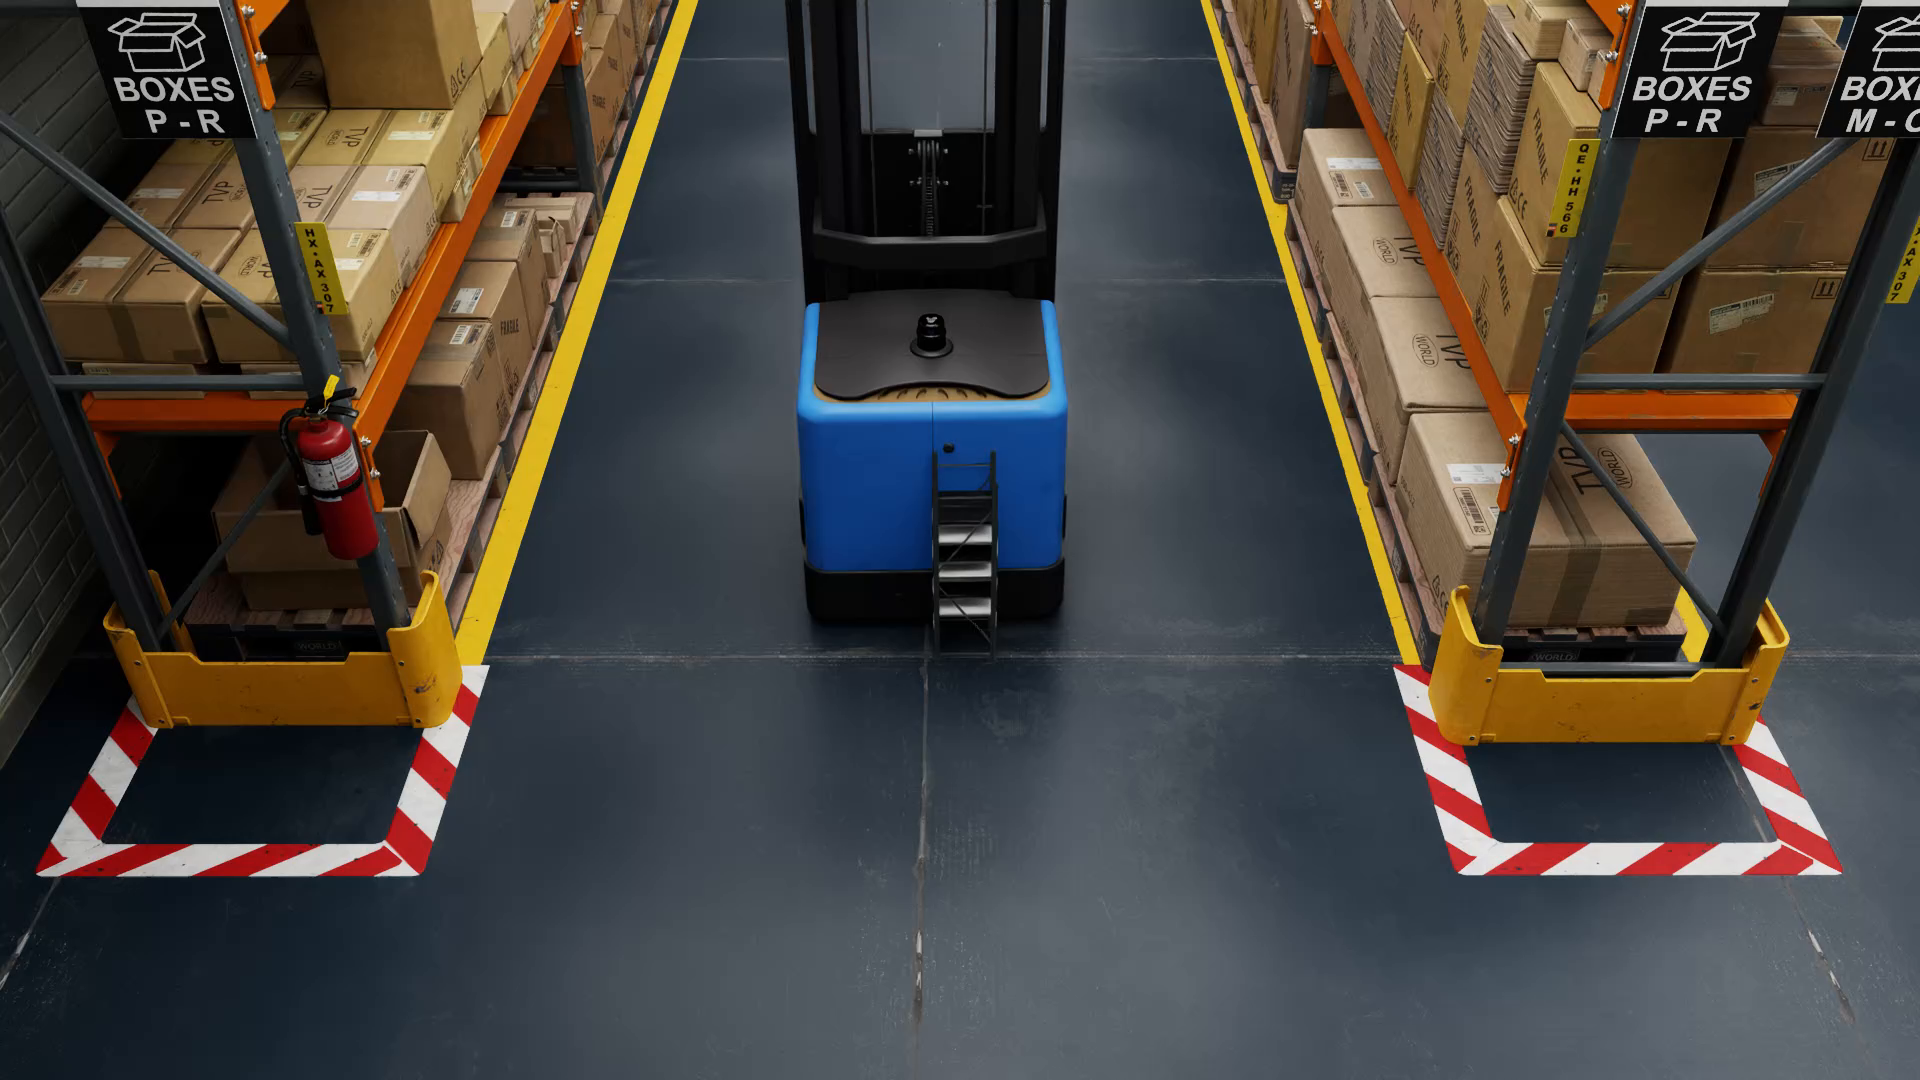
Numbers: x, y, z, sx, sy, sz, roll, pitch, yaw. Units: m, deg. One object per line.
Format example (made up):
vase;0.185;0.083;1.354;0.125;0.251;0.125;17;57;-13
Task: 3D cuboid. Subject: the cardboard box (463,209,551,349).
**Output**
cardboard box;-2.418;-1.266;8.095;0.700;0.500;0.500;-1;39;-2

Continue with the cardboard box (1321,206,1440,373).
cardboard box;2.305;-1.230;8.100;0.875;0.438;0.875;-1;39;-1

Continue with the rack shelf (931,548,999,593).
rack shelf;0.017;0.109;6.447;0.258;0.077;0.200;-1;39;-1

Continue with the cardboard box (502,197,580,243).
cardboard box;-2.259;-1.716;8.937;0.380;0.149;0.250;-1;39;-1

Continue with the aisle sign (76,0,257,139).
aisle sign;-2.255;-1.484;4.624;0.394;0.787;0.004;0;39;0

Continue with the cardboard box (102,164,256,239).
cardboard box;-2.814;-1.179;6.205;0.500;0.250;0.500;0;39;0

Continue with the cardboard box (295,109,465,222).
cardboard box;-2.285;-1.485;6.587;0.500;0.250;0.500;-1;39;-1

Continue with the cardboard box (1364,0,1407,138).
cardboard box;2.139;-2.138;7.440;0.500;0.500;0.500;0;39;0

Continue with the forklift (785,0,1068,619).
forklift;-0.138;-1.722;7.055;1.130;2.935;3.031;-1;39;-1

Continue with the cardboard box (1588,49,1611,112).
cardboard box;2.214;-1.424;5.230;0.380;0.149;0.250;0;39;1

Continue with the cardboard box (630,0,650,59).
cardboard box;-2.330;-3.473;10.849;0.500;0.500;0.500;-1;39;-2

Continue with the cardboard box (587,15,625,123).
cardboard box;-2.340;-2.837;10.055;0.500;0.500;0.500;-1;39;-1

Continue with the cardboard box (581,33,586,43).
cardboard box;-2.366;-2.852;9.555;0.380;0.149;0.250;-1;39;-1

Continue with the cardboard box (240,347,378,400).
cardboard box;-2.275;-0.619;5.825;0.380;0.149;0.250;0;39;0

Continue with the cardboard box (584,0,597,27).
cardboard box;-2.391;-3.184;9.969;0.380;0.149;0.250;-1;39;-1

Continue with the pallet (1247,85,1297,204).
pallet;2.334;-2.413;10.092;1.003;0.211;1.213;0;39;0

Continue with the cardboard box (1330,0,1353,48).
cardboard box;2.149;-2.764;8.221;0.500;0.500;0.500;1;39;1

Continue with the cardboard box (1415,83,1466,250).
cardboard box;2.153;-1.493;6.635;0.500;0.500;0.500;1;39;1

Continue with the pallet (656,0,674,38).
pallet;-2.595;-3.959;12.022;1.003;0.211;1.213;0;39;0

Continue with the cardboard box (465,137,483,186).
cardboard box;-2.248;-1.590;7.036;0.380;0.149;0.250;1;39;1

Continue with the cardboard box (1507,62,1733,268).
cardboard box;2.176;-1.248;5.529;0.500;0.500;0.500;1;39;1

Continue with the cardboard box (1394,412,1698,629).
cardboard box;2.314;-0.094;6.682;0.875;0.438;0.875;-1;39;-2

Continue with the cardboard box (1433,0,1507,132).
cardboard box;2.149;-1.884;6.323;0.500;0.500;0.500;0;39;0

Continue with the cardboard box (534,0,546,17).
cardboard box;-2.309;-2.752;8.168;0.500;0.250;0.500;1;39;1

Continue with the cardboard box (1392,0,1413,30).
cardboard box;2.152;-2.514;7.109;0.500;0.500;0.500;1;39;1

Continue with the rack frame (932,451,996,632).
rack frame;0.015;0.020;6.506;0.240;0.900;0.006;-1;39;-1

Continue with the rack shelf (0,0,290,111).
rack shelf;-2.551;-2.652;6.337;1.077;0.370;4.000;0;39;0

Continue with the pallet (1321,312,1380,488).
pallet;2.337;-0.690;7.943;1.003;0.211;1.213;0;39;0

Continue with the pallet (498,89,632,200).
pallet;-2.592;-2.433;10.118;1.003;0.211;1.213;0;39;0

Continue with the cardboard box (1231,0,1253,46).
cardboard box;2.320;-3.865;11.038;0.875;0.875;0.875;0;39;1

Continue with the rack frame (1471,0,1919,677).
rack frame;2.415;-0.517;5.497;1.000;3.000;0.127;0;39;0

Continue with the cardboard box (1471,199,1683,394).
cardboard box;2.149;-0.858;5.842;0.500;0.500;0.500;0;39;0

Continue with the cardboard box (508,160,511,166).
cardboard box;-2.850;-2.508;9.644;0.500;0.500;0.500;0;39;0

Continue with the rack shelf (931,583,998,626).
rack shelf;0.017;0.250;6.560;0.258;0.077;0.200;-1;39;-1

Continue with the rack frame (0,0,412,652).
rack frame;-2.549;-0.512;5.490;1.000;3.000;0.127;0;39;0

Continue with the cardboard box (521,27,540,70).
cardboard box;-2.254;-2.390;8.035;0.380;0.149;0.250;1;39;1

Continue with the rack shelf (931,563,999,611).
rack shelf;0.017;0.179;6.504;0.258;0.077;0.200;-1;39;-1

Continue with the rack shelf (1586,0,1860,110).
rack shelf;2.412;-2.658;6.345;1.077;0.370;4.000;0;39;0

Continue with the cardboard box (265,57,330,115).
cardboard box;-2.811;-1.816;6.999;0.500;0.250;0.500;0;39;0

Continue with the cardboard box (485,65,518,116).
cardboard box;-2.253;-2.067;7.631;0.380;0.149;0.250;-1;39;-1

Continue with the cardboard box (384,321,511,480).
cardboard box;-2.417;-0.617;7.284;0.700;0.500;0.500;1;39;2

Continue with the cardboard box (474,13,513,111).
cardboard box;-2.306;-2.127;7.388;0.500;0.250;0.500;0;39;0

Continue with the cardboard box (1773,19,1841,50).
cardboard box;2.620;-1.586;5.432;0.380;0.149;0.250;1;39;1

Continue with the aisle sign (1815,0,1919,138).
aisle sign;2.705;-1.487;4.628;0.394;0.787;0.004;0;39;0

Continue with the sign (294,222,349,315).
sign;-2.006;-0.850;5.220;0.100;0.325;0.005;0;39;0

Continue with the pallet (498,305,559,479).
pallet;-2.550;-0.730;7.993;1.003;0.211;1.213;0;39;0

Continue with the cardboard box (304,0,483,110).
cardboard box;-2.282;-2.084;6.734;0.500;0.500;0.500;1;39;1

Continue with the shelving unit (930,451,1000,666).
shelving unit;0.017;0.083;6.427;0.258;0.900;0.210;-1;39;-1

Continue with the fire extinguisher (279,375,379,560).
fire extinguisher;-2.087;-0.244;5.516;0.296;0.674;0.183;0;39;0

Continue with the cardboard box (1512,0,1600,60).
cardboard box;2.105;-1.744;5.630;0.380;0.149;0.250;0;39;0

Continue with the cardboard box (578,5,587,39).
cardboard box;-2.336;-2.958;9.448;0.380;0.149;0.250;-2;39;-2

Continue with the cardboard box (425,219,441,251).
cardboard box;-2.302;-1.267;6.633;0.380;0.149;0.250;1;39;1

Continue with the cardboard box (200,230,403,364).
cardboard box;-2.280;-0.853;5.798;0.500;0.250;0.500;0;39;0

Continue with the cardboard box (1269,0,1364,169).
cardboard box;2.329;-2.741;9.635;0.875;0.875;0.875;1;39;1

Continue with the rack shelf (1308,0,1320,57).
rack shelf;2.408;-3.989;10.404;1.077;0.370;4.000;0;39;0

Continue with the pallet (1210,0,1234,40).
pallet;2.331;-3.939;11.996;1.003;0.211;1.213;0;39;0

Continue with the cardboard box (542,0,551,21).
cardboard box;-2.301;-2.716;8.441;0.380;0.149;0.250;0;39;1

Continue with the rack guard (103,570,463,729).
rack guard;-2.549;0.416;6.331;1.175;0.500;0.348;0;39;0
